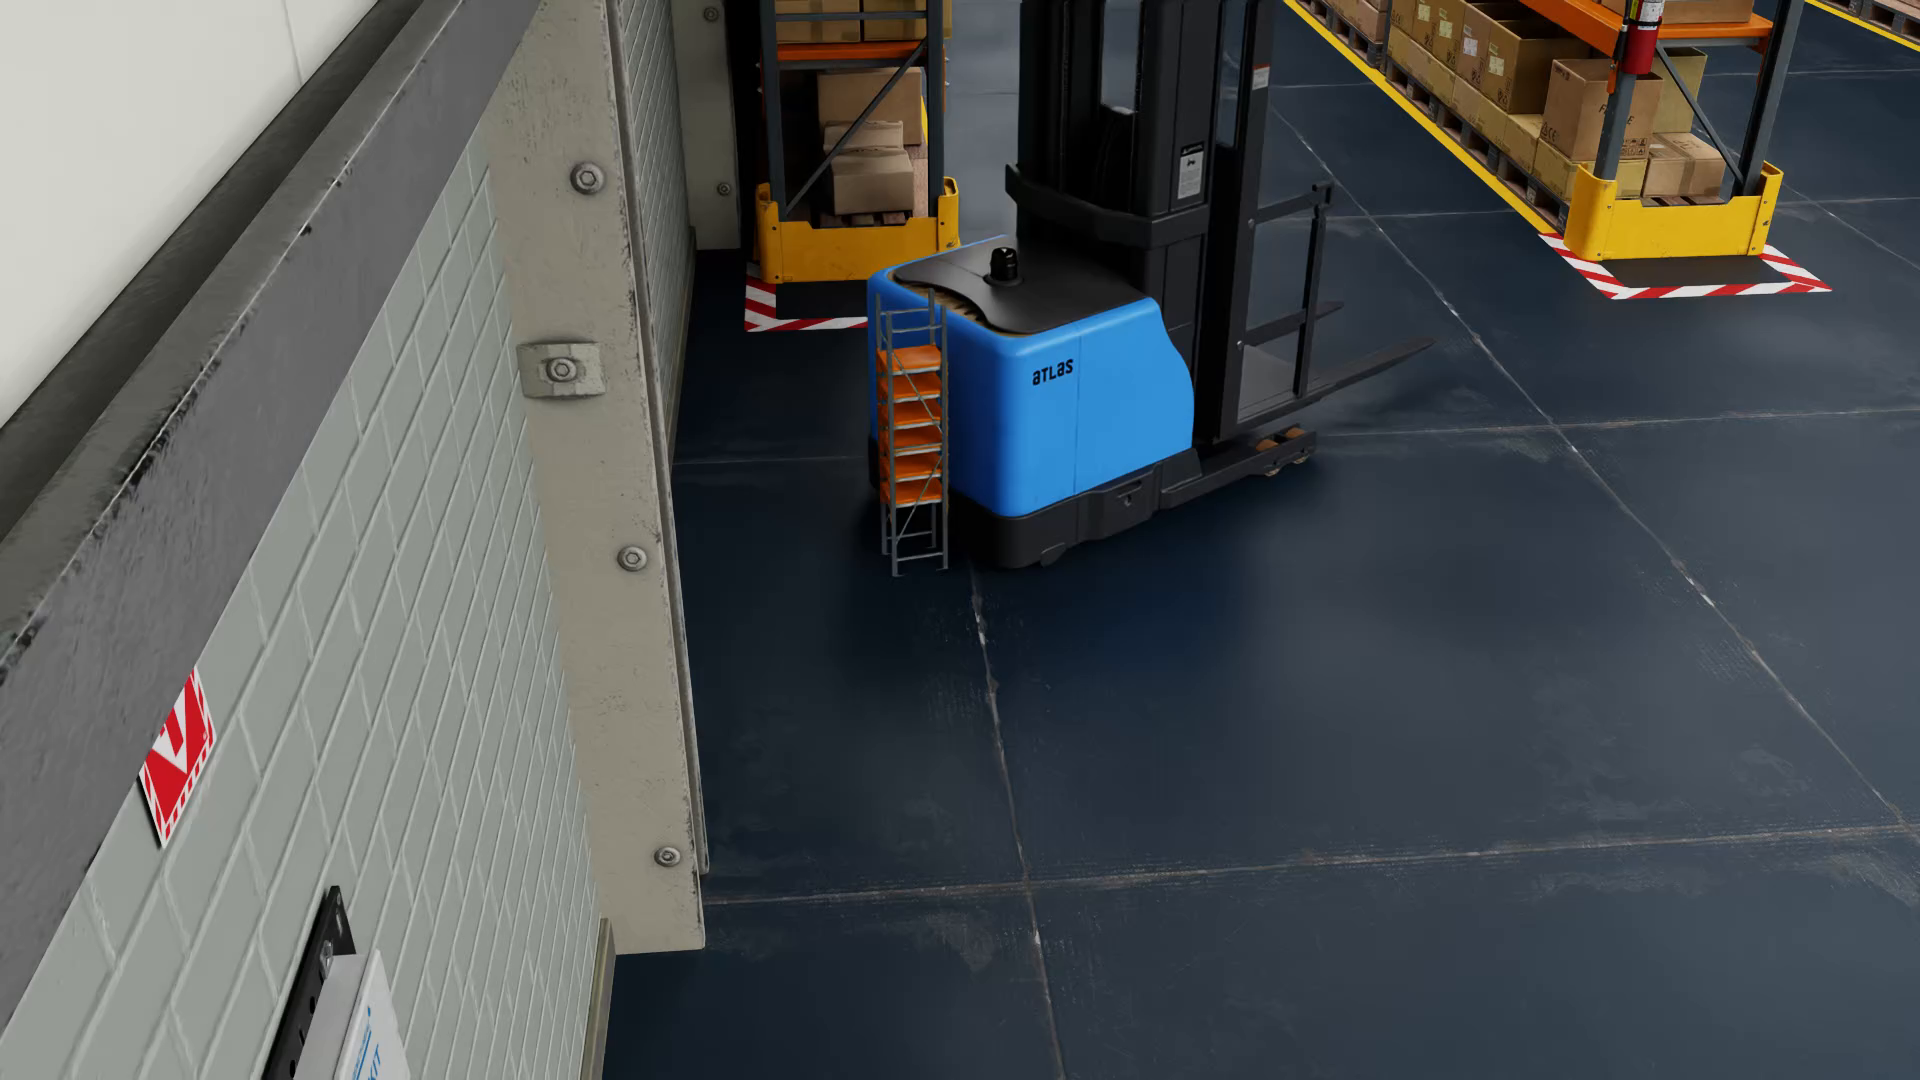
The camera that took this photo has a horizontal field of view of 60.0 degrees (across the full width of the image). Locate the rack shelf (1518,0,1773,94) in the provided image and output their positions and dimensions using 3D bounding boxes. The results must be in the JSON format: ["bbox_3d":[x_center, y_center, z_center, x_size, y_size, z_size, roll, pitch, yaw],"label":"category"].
[{"bbox_3d":[4.149,-3.819,11.420,1.077,0.370,4.000,-3,31,-5],"label":"rack shelf"}]

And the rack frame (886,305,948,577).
[{"bbox_3d":[-0.168,-0.375,6.708,0.240,1.200,0.006,-8,32,-14],"label":"rack frame"}]

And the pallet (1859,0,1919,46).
[{"bbox_3d":[8.782,-4.586,14.722,1.003,0.211,1.213,-3,31,-5],"label":"pallet"}]

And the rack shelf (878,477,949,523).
[{"bbox_3d":[-0.193,-0.176,6.930,0.258,0.103,0.180,-8,32,-14],"label":"rack shelf"}]

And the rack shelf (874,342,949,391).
[{"bbox_3d":[-0.193,-0.691,6.622,0.258,0.103,0.180,-8,32,-14],"label":"rack shelf"}]

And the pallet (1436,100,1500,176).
[{"bbox_3d":[4.112,-2.919,11.931,1.003,0.211,1.213,-3,31,-5],"label":"pallet"}]

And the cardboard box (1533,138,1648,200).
[{"bbox_3d":[3.992,-2.366,10.558,0.500,0.250,0.500,-3,31,-5],"label":"cardboard box"}]

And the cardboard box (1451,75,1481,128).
[{"bbox_3d":[3.840,-3.131,11.839,0.500,0.250,0.500,-3,31,-5],"label":"cardboard box"}]

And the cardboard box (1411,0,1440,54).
[{"bbox_3d":[3.749,-3.964,12.501,0.500,0.500,0.500,-3,31,-5],"label":"cardboard box"}]

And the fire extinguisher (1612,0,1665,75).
[{"bbox_3d":[3.885,-2.991,9.407,0.296,0.674,0.183,-3,31,-5],"label":"fire extinguisher"}]

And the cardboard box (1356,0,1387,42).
[{"bbox_3d":[3.635,-4.346,13.873,0.500,0.250,0.500,-3,31,-5],"label":"cardboard box"}]

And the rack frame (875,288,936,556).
[{"bbox_3d":[-0.218,-0.465,6.859,0.240,1.200,0.006,-8,32,-14],"label":"rack frame"}]

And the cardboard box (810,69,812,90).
[{"bbox_3d":[-0.832,-3.497,12.188,0.500,0.500,0.500,-5,31,-8],"label":"cardboard box"}]

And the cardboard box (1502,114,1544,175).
[{"bbox_3d":[3.933,-2.621,10.984,0.500,0.250,0.500,-3,31,-5],"label":"cardboard box"}]

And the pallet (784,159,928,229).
[{"bbox_3d":[-0.643,-2.125,10.602,1.003,0.211,1.213,-3,31,-5],"label":"pallet"}]

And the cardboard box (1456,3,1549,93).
[{"bbox_3d":[3.836,-3.453,11.646,0.500,0.500,0.500,-3,31,-5],"label":"cardboard box"}]

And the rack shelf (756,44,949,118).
[{"bbox_3d":[-0.782,-3.579,11.019,1.077,0.370,4.000,-3,31,-5],"label":"rack shelf"}]

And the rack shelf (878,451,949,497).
[{"bbox_3d":[-0.193,-0.279,6.868,0.258,0.103,0.180,-8,32,-14],"label":"rack shelf"}]

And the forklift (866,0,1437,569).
[{"bbox_3d":[1.057,-1.748,7.318,3.031,2.935,1.130,-22,37,-32],"label":"forklift"}]

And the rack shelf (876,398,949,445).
[{"bbox_3d":[-0.193,-0.485,6.745,0.258,0.103,0.180,-8,32,-14],"label":"rack shelf"}]

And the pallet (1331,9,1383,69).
[{"bbox_3d":[3.855,-4.326,14.286,1.003,0.211,1.213,-3,31,-5],"label":"pallet"}]

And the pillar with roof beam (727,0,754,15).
[{"bbox_3d":[2.203,-9.028,13.589,9.100,9.000,0.400,-3,31,-5],"label":"pillar with roof beam"}]

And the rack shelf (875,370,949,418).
[{"bbox_3d":[-0.193,-0.588,6.683,0.258,0.103,0.180,-8,32,-14],"label":"rack shelf"}]

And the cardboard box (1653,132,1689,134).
[{"bbox_3d":[4.457,-2.646,11.026,0.500,0.250,0.500,-3,31,-5],"label":"cardboard box"}]

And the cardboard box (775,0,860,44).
[{"bbox_3d":[-0.832,-3.041,9.542,0.500,0.250,0.500,-2,31,-4],"label":"cardboard box"}]

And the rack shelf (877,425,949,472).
[{"bbox_3d":[-0.193,-0.382,6.806,0.258,0.103,0.180,-8,32,-14],"label":"rack shelf"}]

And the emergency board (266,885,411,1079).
[{"bbox_3d":[-0.769,1.144,2.410,0.194,1.169,0.643,-3,31,-5],"label":"emergency board"}]

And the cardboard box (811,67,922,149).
[{"bbox_3d":[-0.643,-3.008,11.370,0.700,0.500,0.500,-5,31,-8],"label":"cardboard box"}]

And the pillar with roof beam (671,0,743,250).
[{"bbox_3d":[2.764,-5.965,8.461,9.100,9.000,0.400,-3,31,-5],"label":"pillar with roof beam"}]

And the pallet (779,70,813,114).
[{"bbox_3d":[-0.871,-3.371,12.688,1.003,0.211,1.213,-3,31,-5],"label":"pallet"}]

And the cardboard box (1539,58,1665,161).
[{"bbox_3d":[3.990,-2.688,10.365,0.500,0.500,0.500,-3,31,-5],"label":"cardboard box"}]

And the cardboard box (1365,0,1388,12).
[{"bbox_3d":[3.639,-4.582,13.721,0.500,0.311,0.500,-3,31,-5],"label":"cardboard box"}]

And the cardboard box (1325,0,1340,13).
[{"bbox_3d":[3.541,-4.866,14.743,0.500,0.250,0.500,-2,31,-3],"label":"cardboard box"}]

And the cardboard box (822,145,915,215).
[{"bbox_3d":[-0.571,-2.259,10.300,0.500,0.311,0.500,-6,31,-10],"label":"cardboard box"}]

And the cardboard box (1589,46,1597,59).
[{"bbox_3d":[4.399,-3.223,11.261,0.500,0.500,0.500,-3,31,-5],"label":"cardboard box"}]

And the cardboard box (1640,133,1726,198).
[{"bbox_3d":[4.508,-2.391,10.599,0.500,0.250,0.500,-3,31,-5],"label":"cardboard box"}]

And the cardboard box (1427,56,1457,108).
[{"bbox_3d":[3.787,-3.386,12.266,0.500,0.250,0.500,-3,31,-5],"label":"cardboard box"}]

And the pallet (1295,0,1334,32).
[{"bbox_3d":[3.738,-4.950,15.331,1.003,0.211,1.213,-3,31,-5],"label":"pallet"}]

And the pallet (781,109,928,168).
[{"bbox_3d":[-0.754,-2.747,11.643,1.003,0.211,1.213,-3,31,-5],"label":"pallet"}]

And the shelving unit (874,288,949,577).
[{"bbox_3d":[-0.193,-0.420,6.784,0.258,1.200,0.189,-8,32,-14],"label":"shelving unit"}]

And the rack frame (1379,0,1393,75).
[{"bbox_3d":[3.962,-5.149,12.945,1.000,3.000,0.127,-3,31,-5],"label":"rack frame"}]

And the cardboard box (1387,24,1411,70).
[{"bbox_3d":[3.704,-3.897,13.121,0.500,0.250,0.500,-3,31,-5],"label":"cardboard box"}]

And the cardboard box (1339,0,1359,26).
[{"bbox_3d":[3.590,-4.605,14.306,0.500,0.250,0.500,-3,31,-5],"label":"cardboard box"}]

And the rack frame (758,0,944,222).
[{"bbox_3d":[-0.595,-2.867,9.125,1.000,3.000,0.127,-3,31,-5],"label":"rack frame"}]

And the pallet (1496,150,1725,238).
[{"bbox_3d":[4.223,-2.298,10.891,1.003,0.211,1.213,-3,31,-5],"label":"pallet"}]

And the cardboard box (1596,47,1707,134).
[{"bbox_3d":[4.459,-2.968,10.834,0.500,0.500,0.500,-3,31,-5],"label":"cardboard box"}]

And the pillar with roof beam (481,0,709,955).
[{"bbox_3d":[3.325,-2.902,3.332,9.100,9.000,0.400,-3,31,-5],"label":"pillar with roof beam"}]

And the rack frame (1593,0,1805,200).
[{"bbox_3d":[4.336,-3.106,9.526,1.000,3.000,0.127,-3,31,-5],"label":"rack frame"}]

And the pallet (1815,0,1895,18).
[{"bbox_3d":[8.665,-5.210,15.767,1.003,0.211,1.213,-3,31,-5],"label":"pallet"}]

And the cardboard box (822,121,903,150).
[{"bbox_3d":[-0.624,-2.550,10.788,0.500,0.311,0.500,0,31,0],"label":"cardboard box"}]

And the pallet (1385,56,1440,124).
[{"bbox_3d":[3.995,-3.544,12.977,1.003,0.211,1.213,-3,31,-5],"label":"pallet"}]

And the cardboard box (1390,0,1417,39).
[{"bbox_3d":[3.694,-4.219,12.928,0.500,0.500,0.500,-3,31,-5],"label":"cardboard box"}]

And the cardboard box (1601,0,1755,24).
[{"bbox_3d":[4.305,-3.388,9.900,0.700,0.500,0.500,-3,31,-5],"label":"cardboard box"}]

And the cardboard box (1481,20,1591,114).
[{"bbox_3d":[3.882,-3.198,11.219,0.500,0.500,0.500,-3,31,-5],"label":"cardboard box"}]

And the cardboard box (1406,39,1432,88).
[{"bbox_3d":[3.746,-3.642,12.694,0.500,0.250,0.500,-3,31,-5],"label":"cardboard box"}]

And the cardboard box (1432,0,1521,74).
[{"bbox_3d":[3.788,-3.708,12.073,0.500,0.500,0.500,-3,31,-5],"label":"cardboard box"}]

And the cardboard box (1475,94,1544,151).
[{"bbox_3d":[3.885,-2.876,11.411,0.500,0.250,0.500,-3,31,-5],"label":"cardboard box"}]

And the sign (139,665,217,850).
[{"bbox_3d":[-0.867,0.157,1.801,0.001,0.298,0.199,-3,31,-5],"label":"sign"}]

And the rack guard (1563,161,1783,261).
[{"bbox_3d":[4.338,-2.021,10.146,1.175,0.500,0.348,-3,31,-5],"label":"rack guard"}]
